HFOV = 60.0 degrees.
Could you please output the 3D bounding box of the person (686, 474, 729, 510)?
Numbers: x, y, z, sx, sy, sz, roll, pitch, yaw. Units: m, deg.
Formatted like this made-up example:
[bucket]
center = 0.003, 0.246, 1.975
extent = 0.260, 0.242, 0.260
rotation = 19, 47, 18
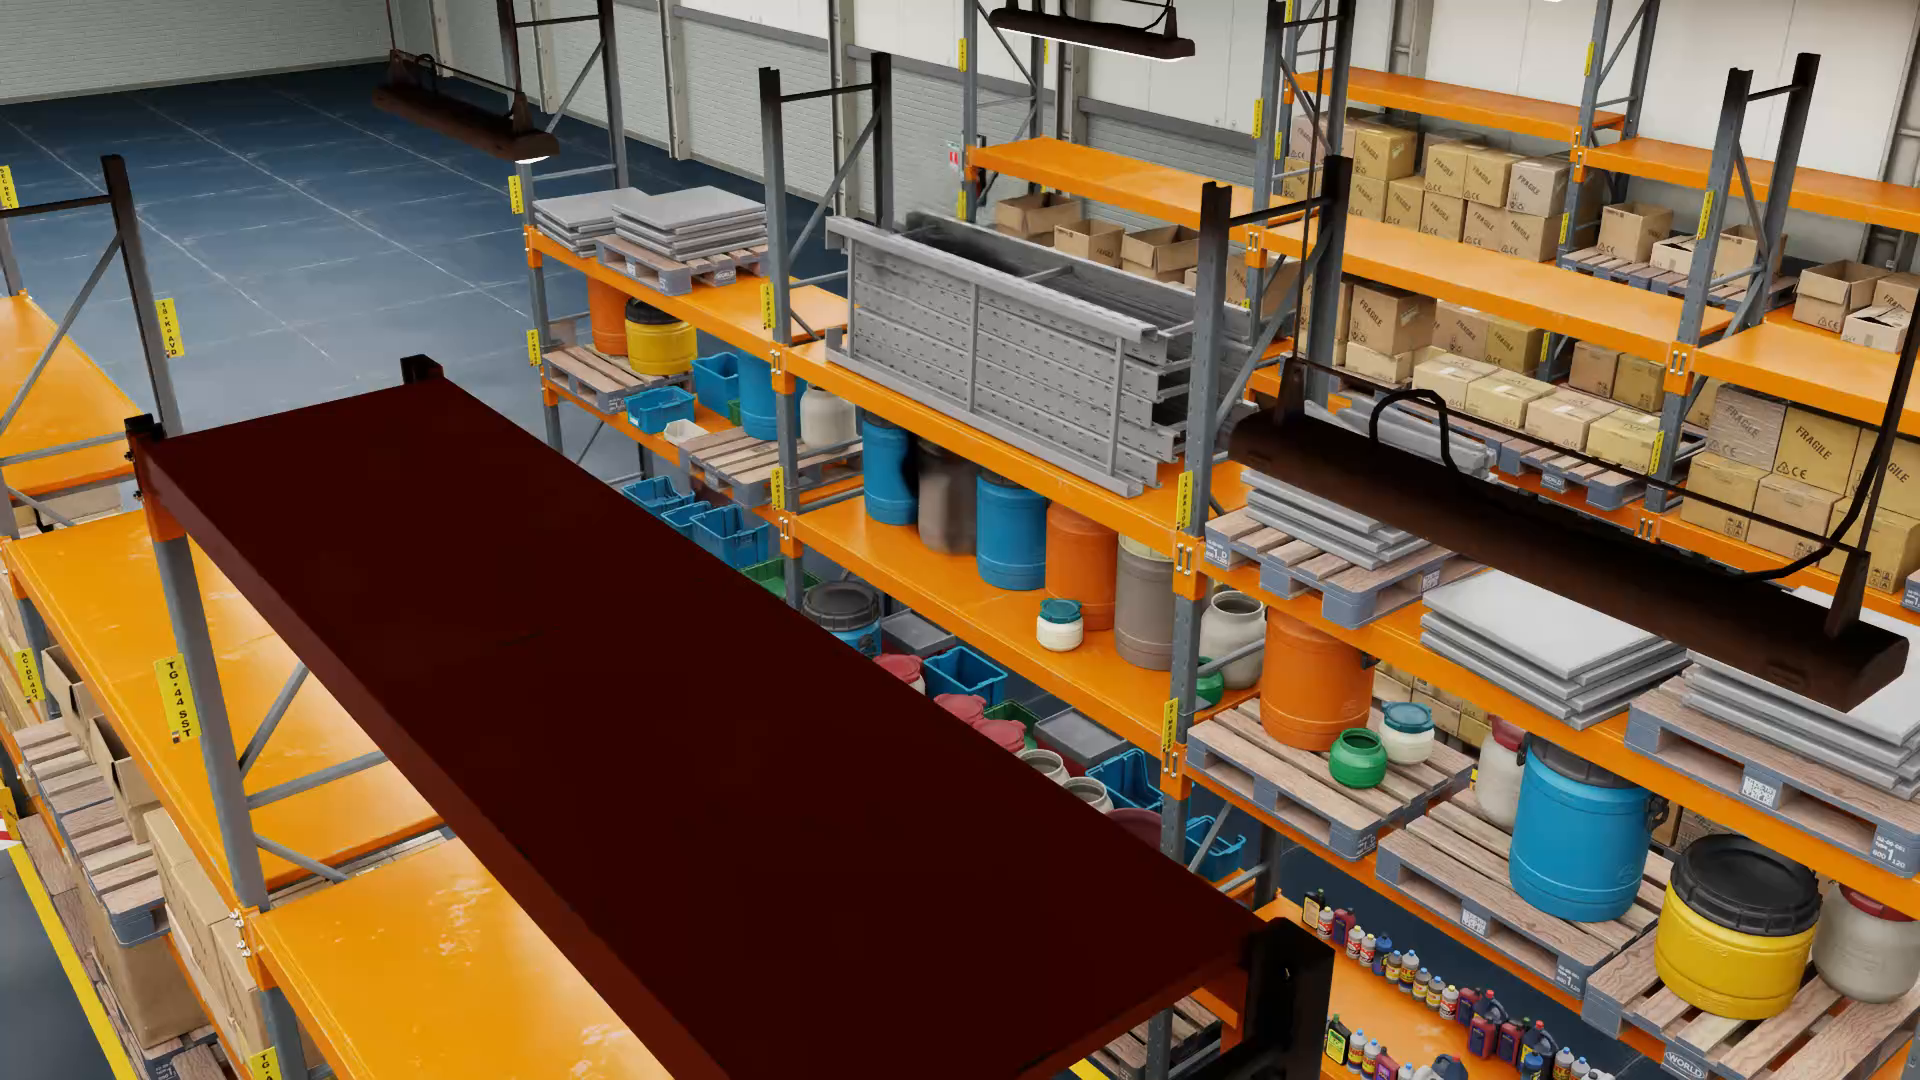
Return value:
[person]
center = -2.615, -0.377, 17.076
extent = 0.574, 1.720, 0.779
rotation = 16, 30, 30
